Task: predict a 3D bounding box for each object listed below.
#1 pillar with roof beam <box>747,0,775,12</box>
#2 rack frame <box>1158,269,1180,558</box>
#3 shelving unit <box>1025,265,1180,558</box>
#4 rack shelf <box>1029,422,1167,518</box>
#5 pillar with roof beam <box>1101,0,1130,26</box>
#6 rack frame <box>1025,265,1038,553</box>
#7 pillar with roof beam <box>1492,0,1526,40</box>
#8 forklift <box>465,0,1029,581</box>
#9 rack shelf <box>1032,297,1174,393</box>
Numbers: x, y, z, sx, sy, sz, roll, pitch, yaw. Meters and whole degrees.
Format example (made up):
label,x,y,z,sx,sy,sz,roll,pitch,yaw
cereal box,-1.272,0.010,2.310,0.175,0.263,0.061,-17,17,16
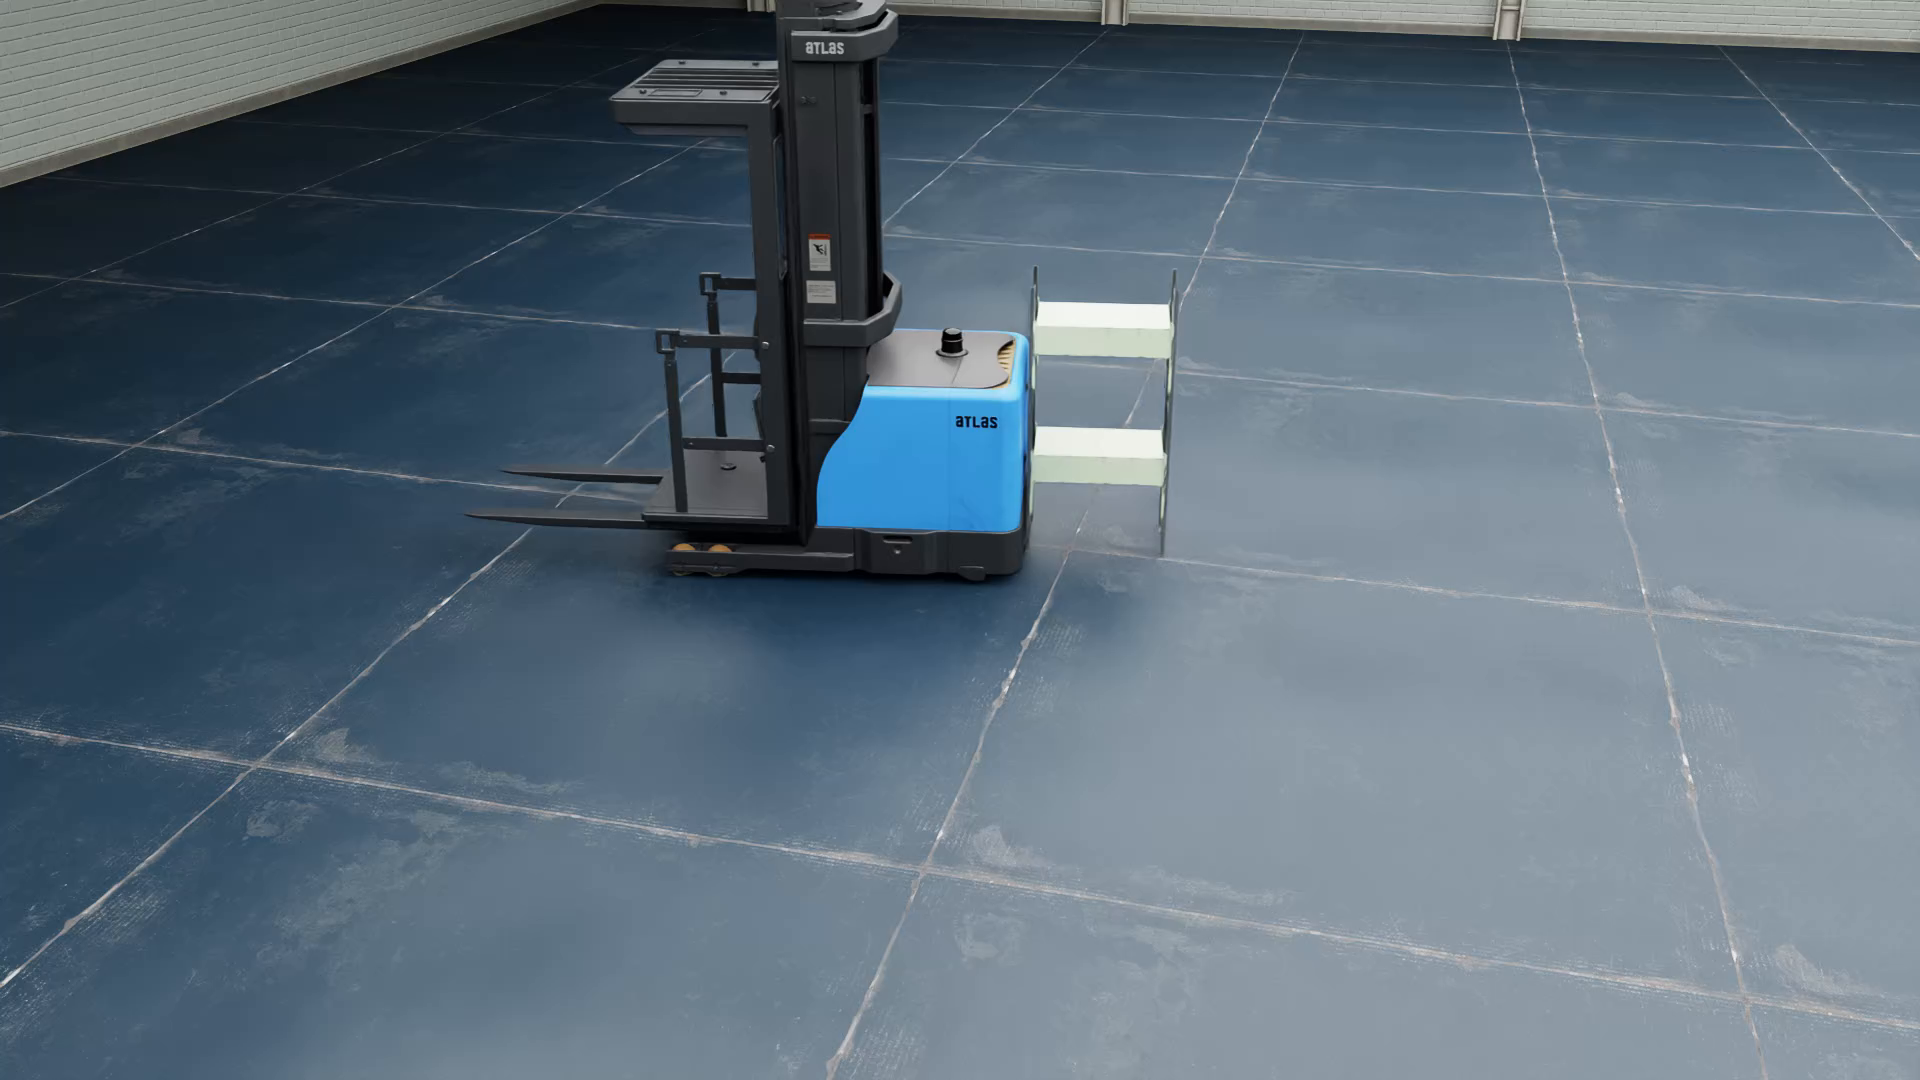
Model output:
label,x,y,z,sx,sy,sz,roll,pitch,yaw
pillar with roof beam,-4.406,-11.171,22.246,0.400,9.000,9.100,6,26,13
rack frame,1.115,-0.667,8.907,0.023,1.500,0.400,2,26,4
shelving unit,0.751,-0.680,8.934,0.755,1.500,0.431,2,26,4
rack shelf,0.751,-0.386,9.074,0.720,0.370,0.431,2,26,4
pillar with roof beam,1.405,-10.529,20.896,0.400,9.000,9.100,6,26,13
rack frame,0.386,-0.693,8.960,0.023,1.500,0.400,2,26,4
pillar with roof beam,7.216,-9.886,19.547,0.400,9.000,9.100,6,26,13
forklift,-1.154,-1.350,8.676,3.031,2.935,1.130,2,26,4
rack shelf,0.751,-1.032,8.766,0.720,0.370,0.431,2,26,4
